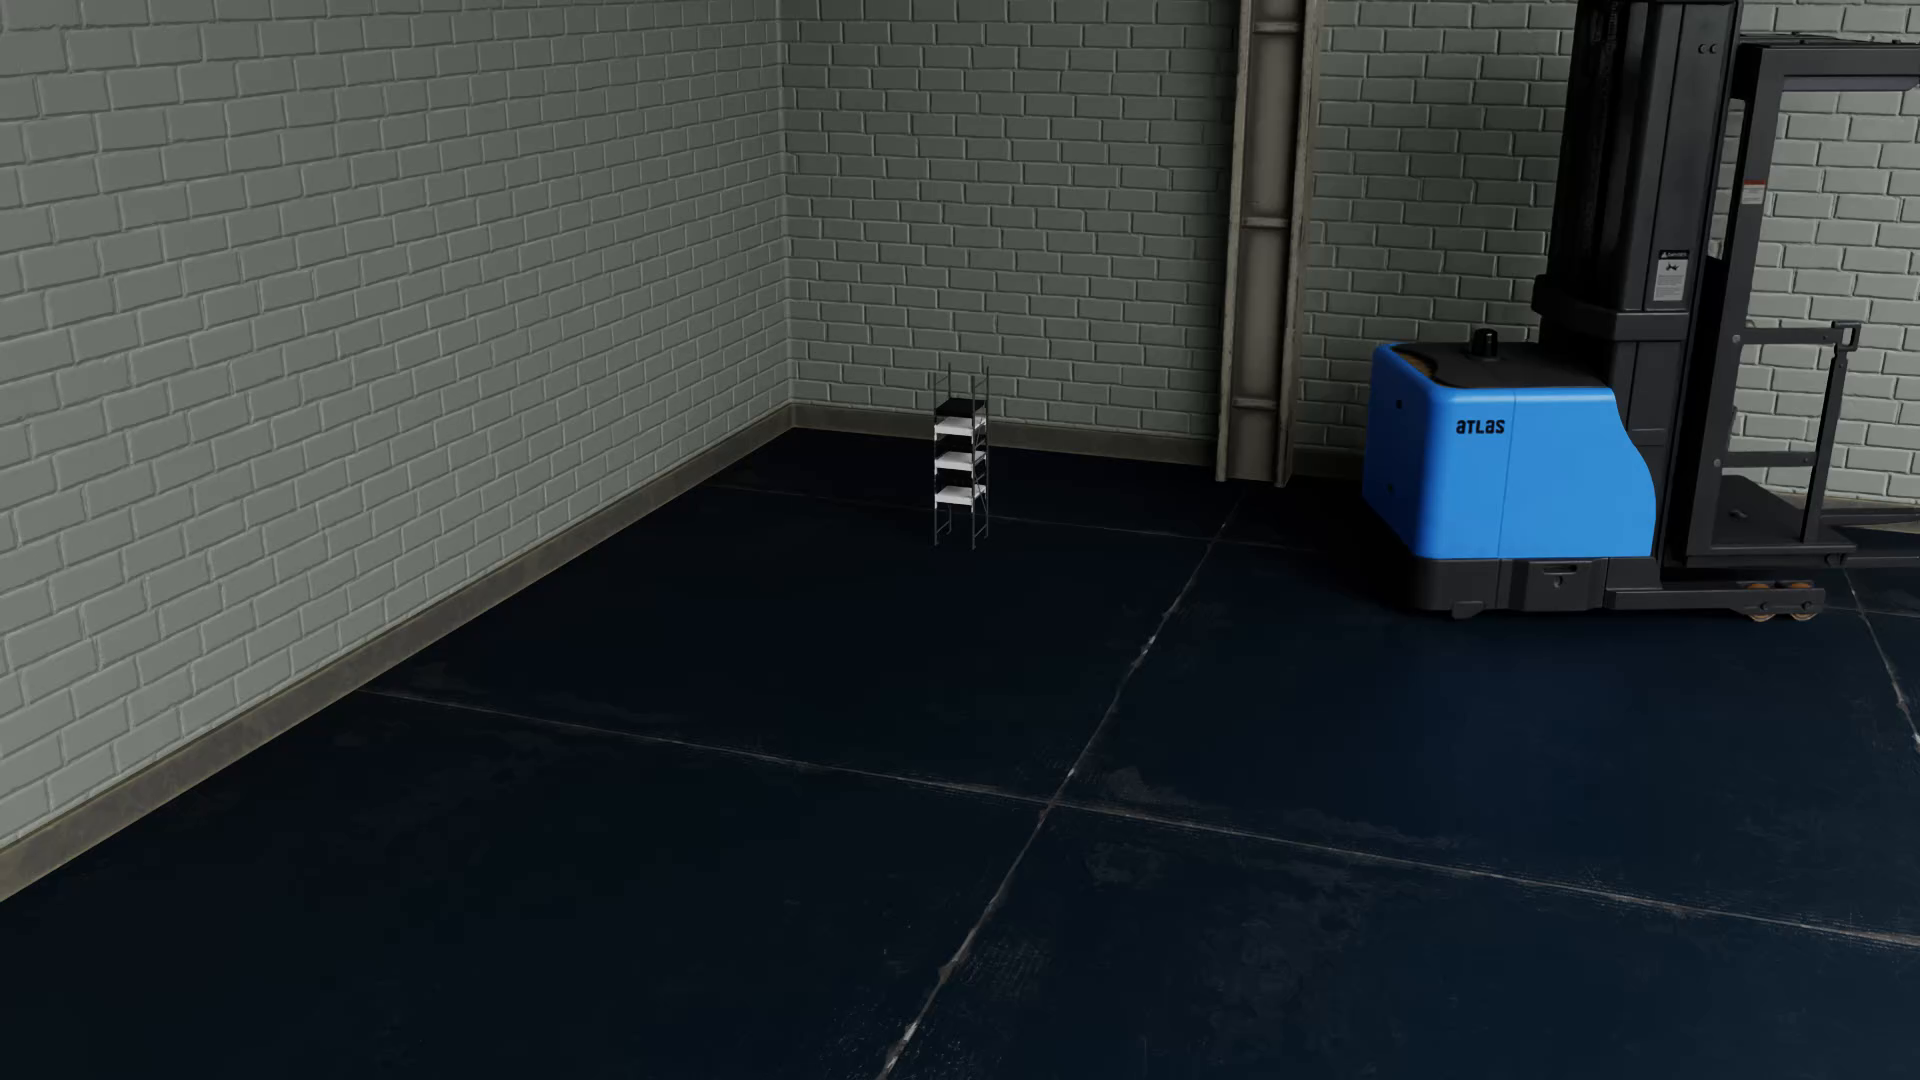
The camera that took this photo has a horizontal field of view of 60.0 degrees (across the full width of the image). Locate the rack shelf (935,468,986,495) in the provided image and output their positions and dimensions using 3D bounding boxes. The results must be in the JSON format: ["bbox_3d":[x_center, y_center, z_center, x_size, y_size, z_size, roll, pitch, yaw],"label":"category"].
[{"bbox_3d":[0.008,-0.308,8.466,0.200,0.077,0.258,7,20,18],"label":"rack shelf"}]

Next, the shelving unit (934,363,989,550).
[{"bbox_3d":[0.008,-0.424,8.426,0.210,0.900,0.258,7,20,18],"label":"shelving unit"}]

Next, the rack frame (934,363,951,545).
[{"bbox_3d":[-0.088,-0.435,8.457,0.006,0.900,0.240,7,20,18],"label":"rack frame"}]

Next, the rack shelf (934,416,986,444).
[{"bbox_3d":[0.008,-0.563,8.377,0.200,0.077,0.258,7,20,18],"label":"rack shelf"}]

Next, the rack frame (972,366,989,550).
[{"bbox_3d":[0.104,-0.413,8.394,0.006,0.900,0.240,7,20,18],"label":"rack frame"}]

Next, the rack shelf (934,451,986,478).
[{"bbox_3d":[0.008,-0.393,8.437,0.200,0.077,0.258,7,20,18],"label":"rack shelf"}]

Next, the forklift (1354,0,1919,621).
[{"bbox_3d":[3.512,-1.192,7.543,3.031,2.935,1.130,-1,19,-2],"label":"forklift"}]

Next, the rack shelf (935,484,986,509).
[{"bbox_3d":[0.008,-0.223,8.496,0.200,0.077,0.258,7,20,18],"label":"rack shelf"}]

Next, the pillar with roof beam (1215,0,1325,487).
[{"bbox_3d":[0.288,-3.278,4.307,0.400,9.000,9.100,7,20,18],"label":"pillar with roof beam"}]

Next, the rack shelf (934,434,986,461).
[{"bbox_3d":[0.008,-0.478,8.407,0.200,0.077,0.258,7,20,18],"label":"rack shelf"}]

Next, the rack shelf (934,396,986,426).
[{"bbox_3d":[0.008,-0.648,8.348,0.200,0.077,0.258,7,20,18],"label":"rack shelf"}]
